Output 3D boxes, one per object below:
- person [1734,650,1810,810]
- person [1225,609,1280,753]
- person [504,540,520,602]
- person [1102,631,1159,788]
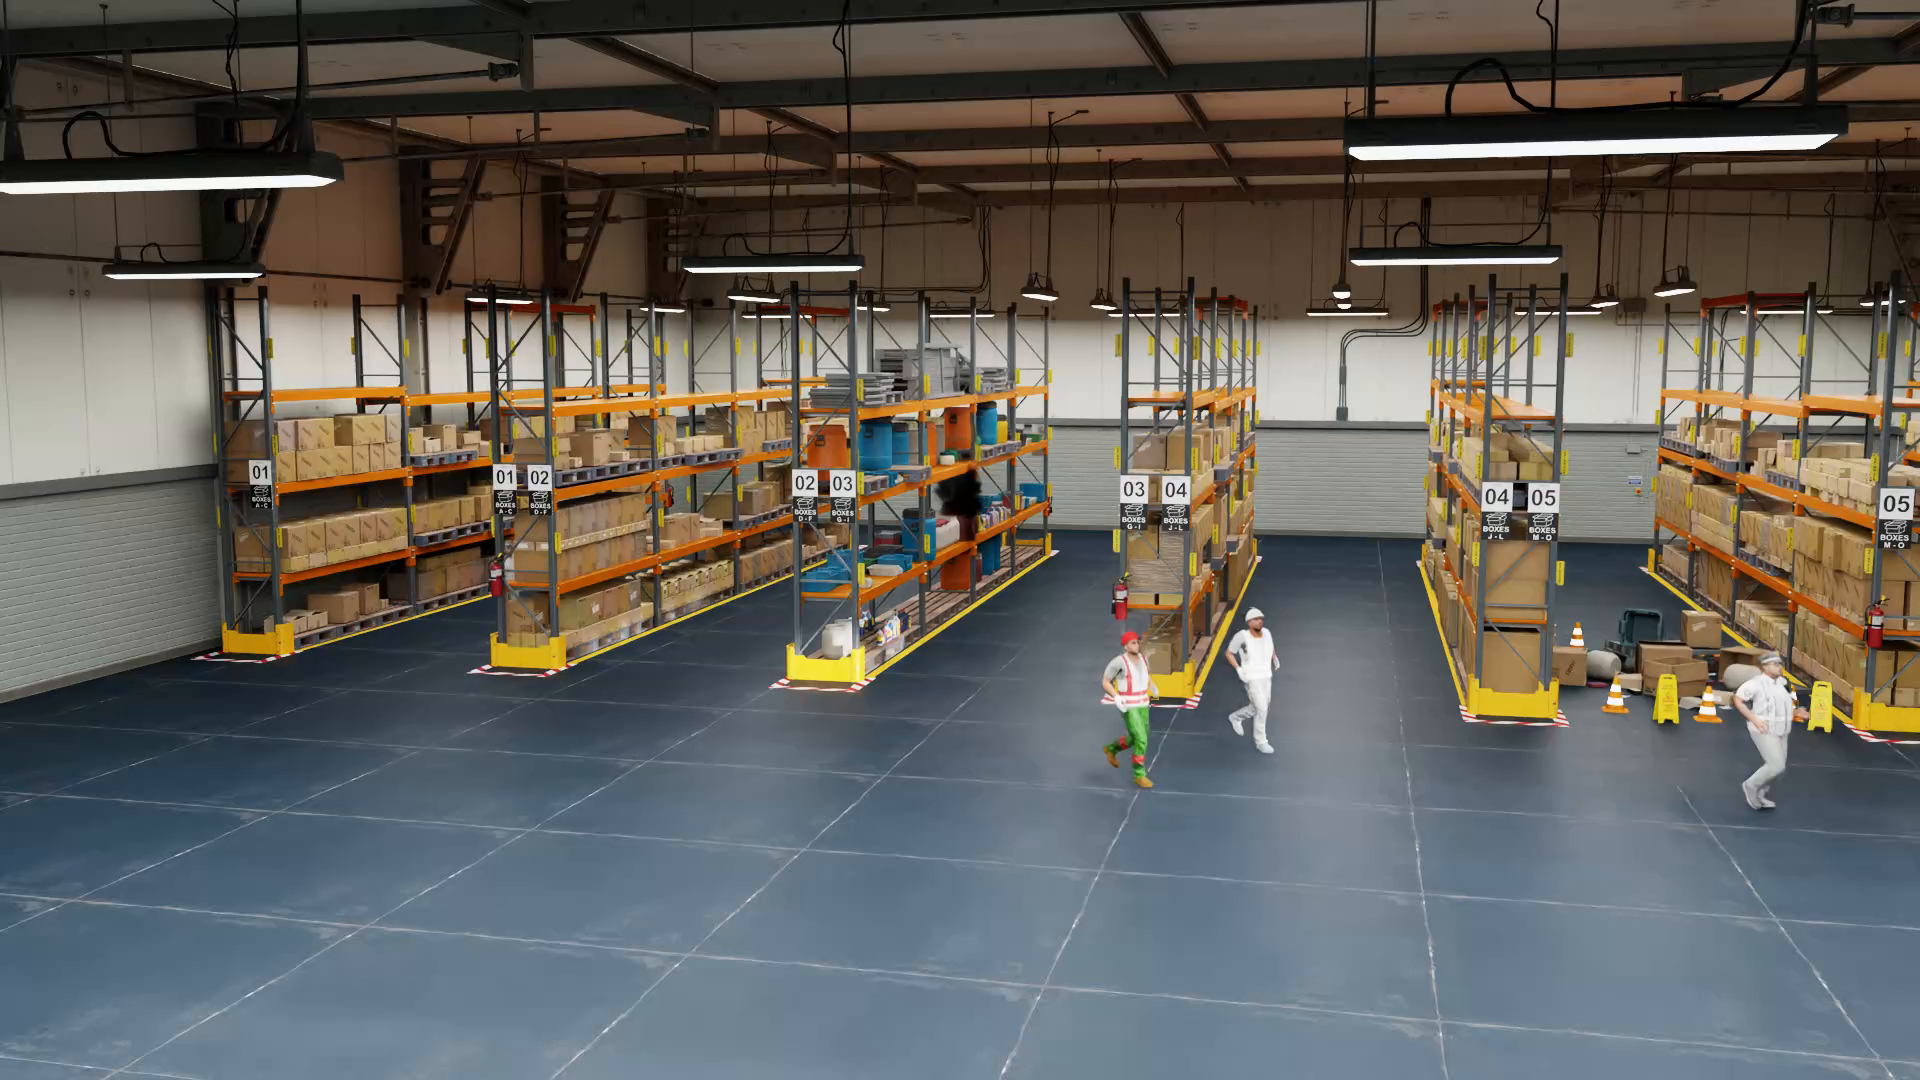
[{"bbox_3d":[8.820,2.074,18.002,0.648,1.754,0.616,-4,7,-29],"label":"person"},{"bbox_3d":[3.693,1.736,20.914,0.673,1.777,0.824,-4,8,-31],"label":"person"},{"bbox_3d":[-7.771,0.854,28.713,0.602,1.735,0.779,1,7,7],"label":"person"},{"bbox_3d":[1.971,1.926,19.261,0.647,1.777,0.803,-5,8,-39],"label":"person"}]
